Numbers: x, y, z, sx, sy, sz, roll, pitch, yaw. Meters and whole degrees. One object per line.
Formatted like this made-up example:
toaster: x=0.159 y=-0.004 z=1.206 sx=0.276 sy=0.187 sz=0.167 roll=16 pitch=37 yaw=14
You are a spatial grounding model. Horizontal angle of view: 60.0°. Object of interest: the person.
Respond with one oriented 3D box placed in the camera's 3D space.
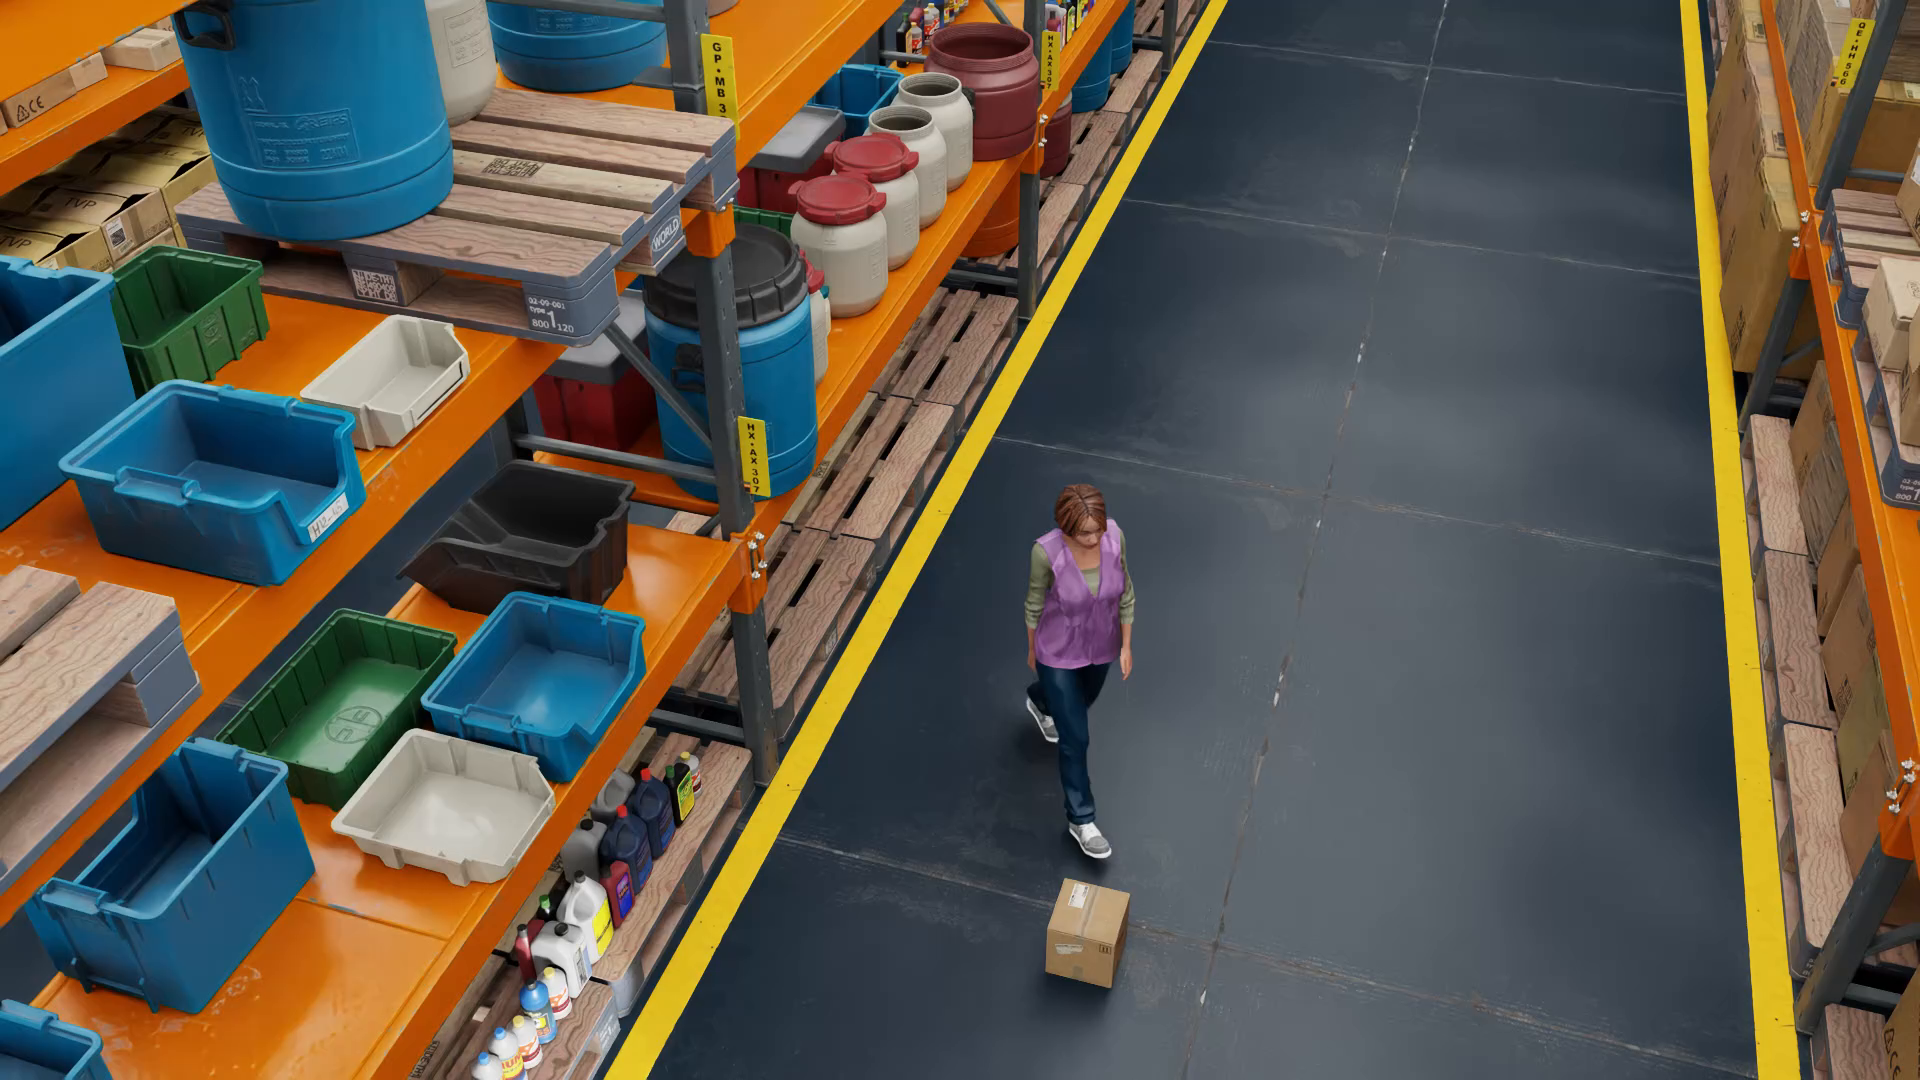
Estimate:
person: x=0.454 y=0.402 z=6.374 sx=0.408 sy=1.557 sz=0.879 roll=-17 pitch=41 yaw=-21
